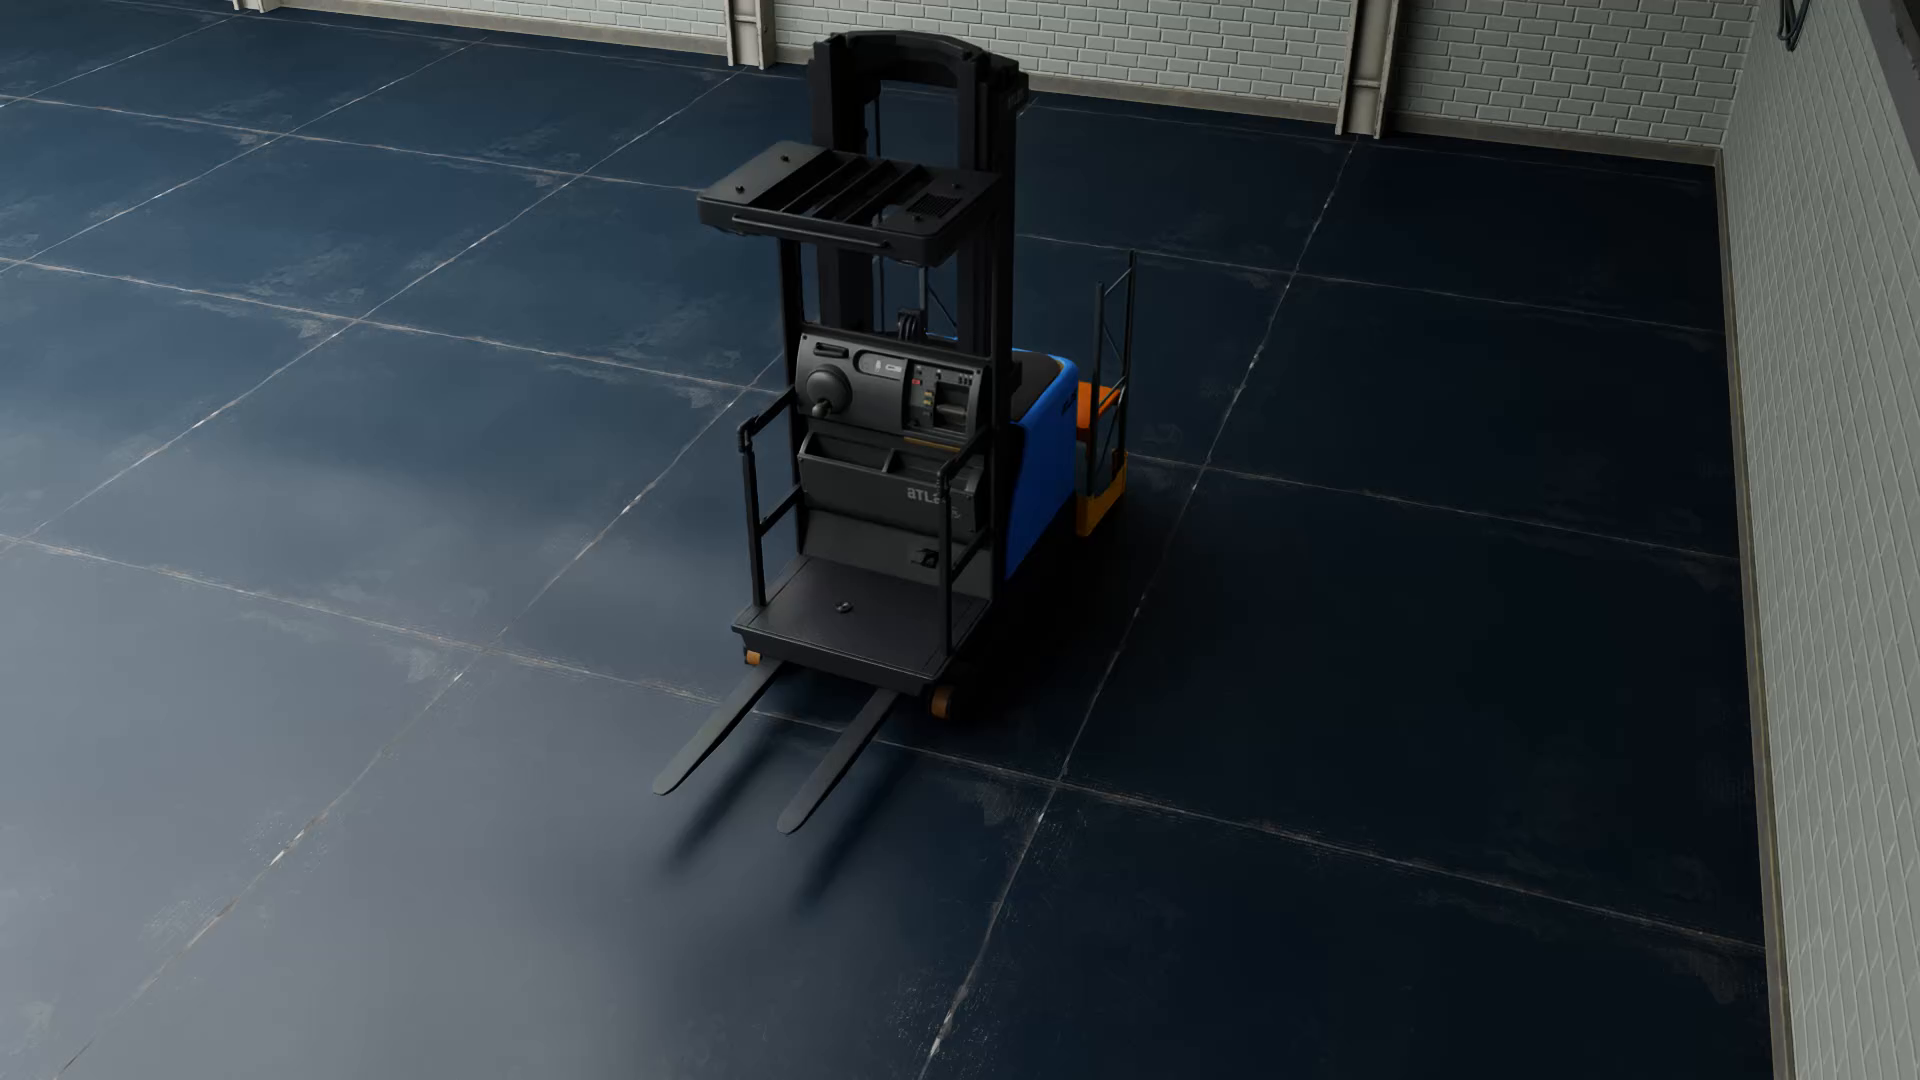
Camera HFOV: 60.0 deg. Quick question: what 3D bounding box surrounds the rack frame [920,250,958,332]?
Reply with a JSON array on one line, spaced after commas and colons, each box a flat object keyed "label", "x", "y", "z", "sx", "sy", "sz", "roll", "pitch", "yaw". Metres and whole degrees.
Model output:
[{"label": "rack frame", "x": -0.092, "y": -1.040, "z": 9.445, "sx": 0.032, "sy": 1.500, "sz": 0.500, "roll": 15, "pitch": 36, "yaw": 22}]

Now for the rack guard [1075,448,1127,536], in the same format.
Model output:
[{"label": "rack guard", "x": 0.802, "y": -0.274, "z": 9.413, "sx": 0.087, "sy": 0.250, "sz": 0.587, "roll": 15, "pitch": 36, "yaw": 22}]

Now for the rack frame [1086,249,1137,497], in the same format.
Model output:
[{"label": "rack frame", "x": 0.819, "y": -0.795, "z": 9.066, "sx": 0.032, "sy": 1.500, "sz": 0.500, "roll": 15, "pitch": 36, "yaw": 22}]

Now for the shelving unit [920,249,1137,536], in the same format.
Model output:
[{"label": "shelving unit", "x": 0.355, "y": -0.919, "z": 9.259, "sx": 1.083, "sy": 1.500, "sz": 0.587, "roll": 15, "pitch": 36, "yaw": 22}]

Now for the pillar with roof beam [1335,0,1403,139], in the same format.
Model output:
[{"label": "pillar with roof beam", "x": 2.129, "y": -5.243, "z": 9.043, "sx": 0.400, "sy": 9.000, "sz": 9.100, "roll": 11, "pitch": 34, "yaw": 16}]

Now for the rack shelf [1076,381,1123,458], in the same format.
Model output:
[{"label": "rack shelf", "x": 0.364, "y": -0.766, "z": 9.353, "sx": 1.000, "sy": 0.185, "sz": 0.538, "roll": 15, "pitch": 36, "yaw": 22}]

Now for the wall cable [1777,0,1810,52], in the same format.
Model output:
[{"label": "wall cable", "x": 5.908, "y": -4.923, "z": 11.409, "sx": 0.112, "sy": 2.526, "sz": 3.097, "roll": 11, "pitch": 34, "yaw": 16}]

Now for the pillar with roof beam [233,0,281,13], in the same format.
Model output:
[{"label": "pillar with roof beam", "x": -9.168, "y": -7.439, "z": 12.444, "sx": 0.400, "sy": 9.000, "sz": 9.100, "roll": 11, "pitch": 34, "yaw": 16}]

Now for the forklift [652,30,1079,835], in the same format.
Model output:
[{"label": "forklift", "x": -0.414, "y": -0.646, "z": 7.516, "sx": 1.130, "sy": 2.935, "sz": 3.031, "roll": 13, "pitch": 35, "yaw": 20}]

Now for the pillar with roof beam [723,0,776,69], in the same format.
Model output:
[{"label": "pillar with roof beam", "x": -3.519, "y": -6.341, "z": 10.744, "sx": 0.400, "sy": 9.000, "sz": 9.100, "roll": 11, "pitch": 34, "yaw": 16}]
